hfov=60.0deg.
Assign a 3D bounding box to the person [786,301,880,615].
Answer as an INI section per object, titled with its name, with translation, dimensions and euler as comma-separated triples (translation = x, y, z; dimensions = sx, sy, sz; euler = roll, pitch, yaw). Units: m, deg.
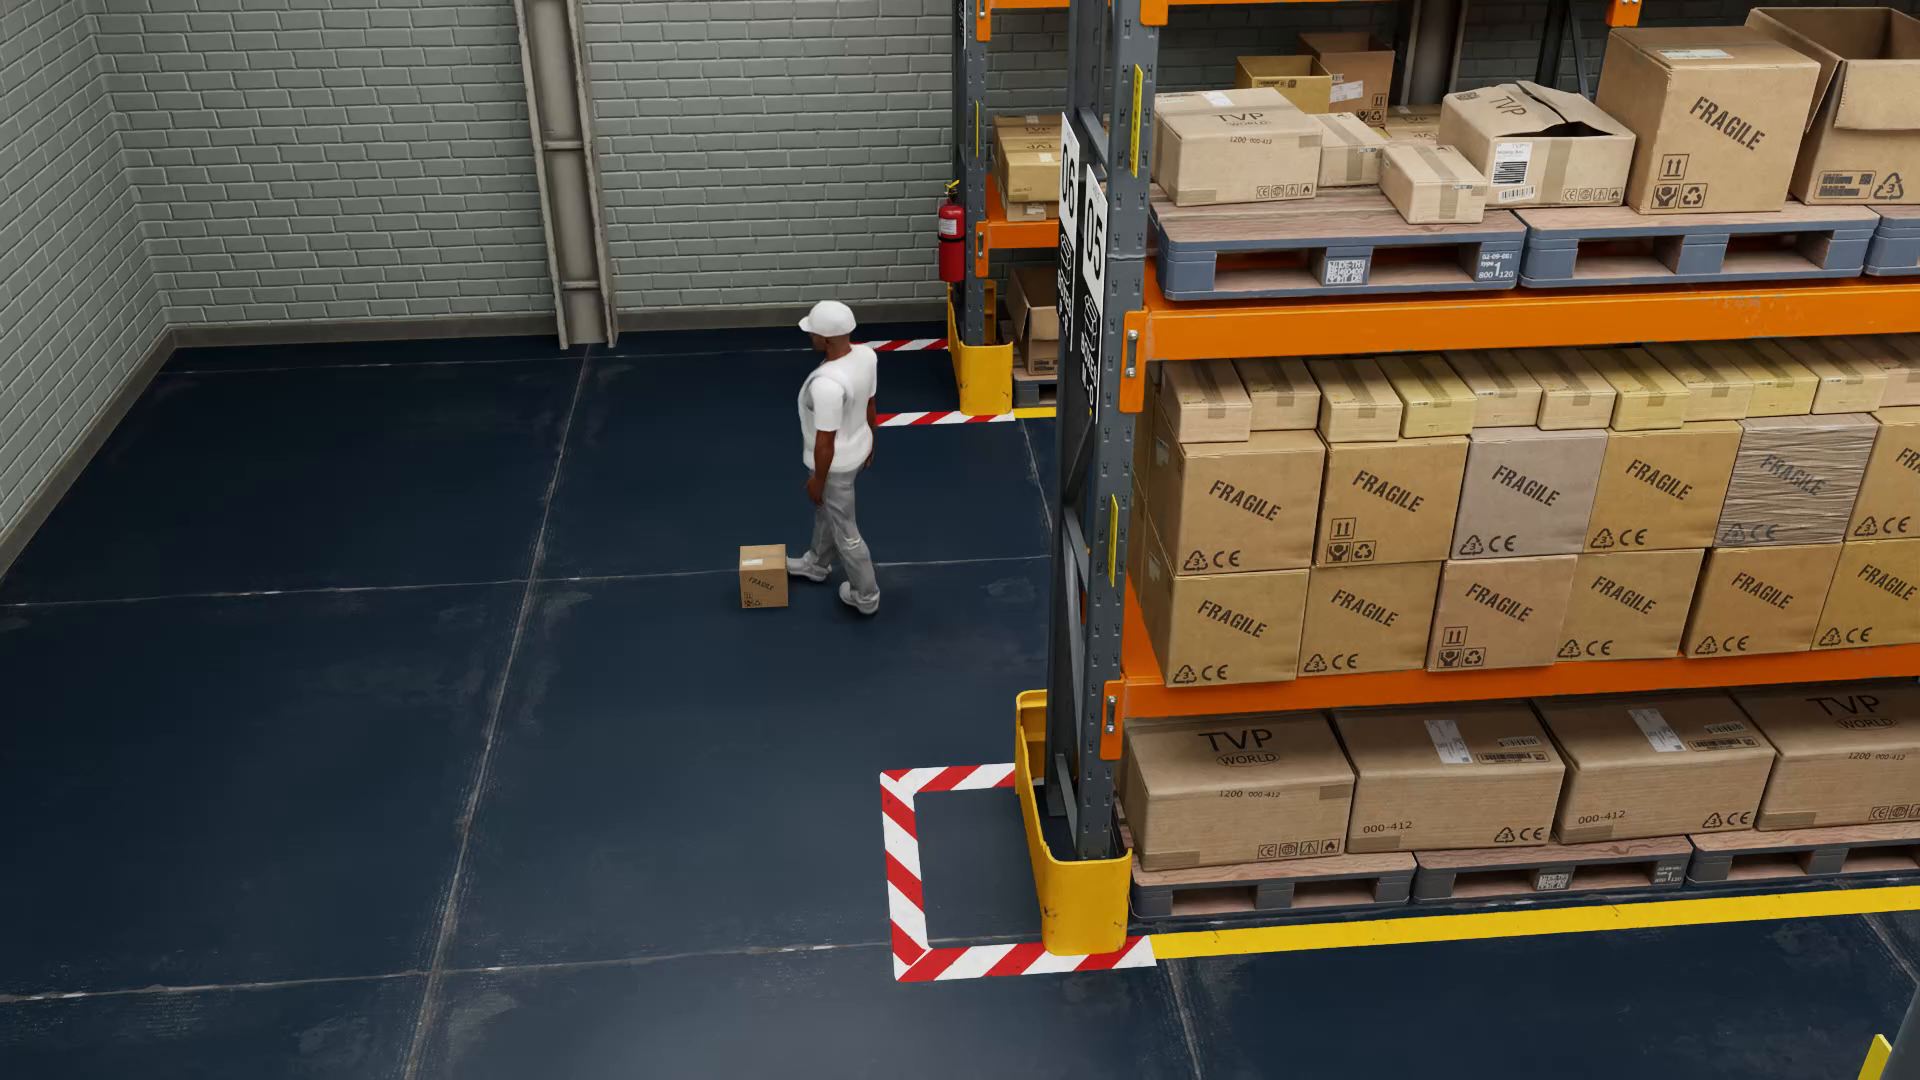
[person]
translation = -0.737, -0.461, 8.781
dimensions = 0.716, 1.761, 0.587
euler = 11, 33, 17
